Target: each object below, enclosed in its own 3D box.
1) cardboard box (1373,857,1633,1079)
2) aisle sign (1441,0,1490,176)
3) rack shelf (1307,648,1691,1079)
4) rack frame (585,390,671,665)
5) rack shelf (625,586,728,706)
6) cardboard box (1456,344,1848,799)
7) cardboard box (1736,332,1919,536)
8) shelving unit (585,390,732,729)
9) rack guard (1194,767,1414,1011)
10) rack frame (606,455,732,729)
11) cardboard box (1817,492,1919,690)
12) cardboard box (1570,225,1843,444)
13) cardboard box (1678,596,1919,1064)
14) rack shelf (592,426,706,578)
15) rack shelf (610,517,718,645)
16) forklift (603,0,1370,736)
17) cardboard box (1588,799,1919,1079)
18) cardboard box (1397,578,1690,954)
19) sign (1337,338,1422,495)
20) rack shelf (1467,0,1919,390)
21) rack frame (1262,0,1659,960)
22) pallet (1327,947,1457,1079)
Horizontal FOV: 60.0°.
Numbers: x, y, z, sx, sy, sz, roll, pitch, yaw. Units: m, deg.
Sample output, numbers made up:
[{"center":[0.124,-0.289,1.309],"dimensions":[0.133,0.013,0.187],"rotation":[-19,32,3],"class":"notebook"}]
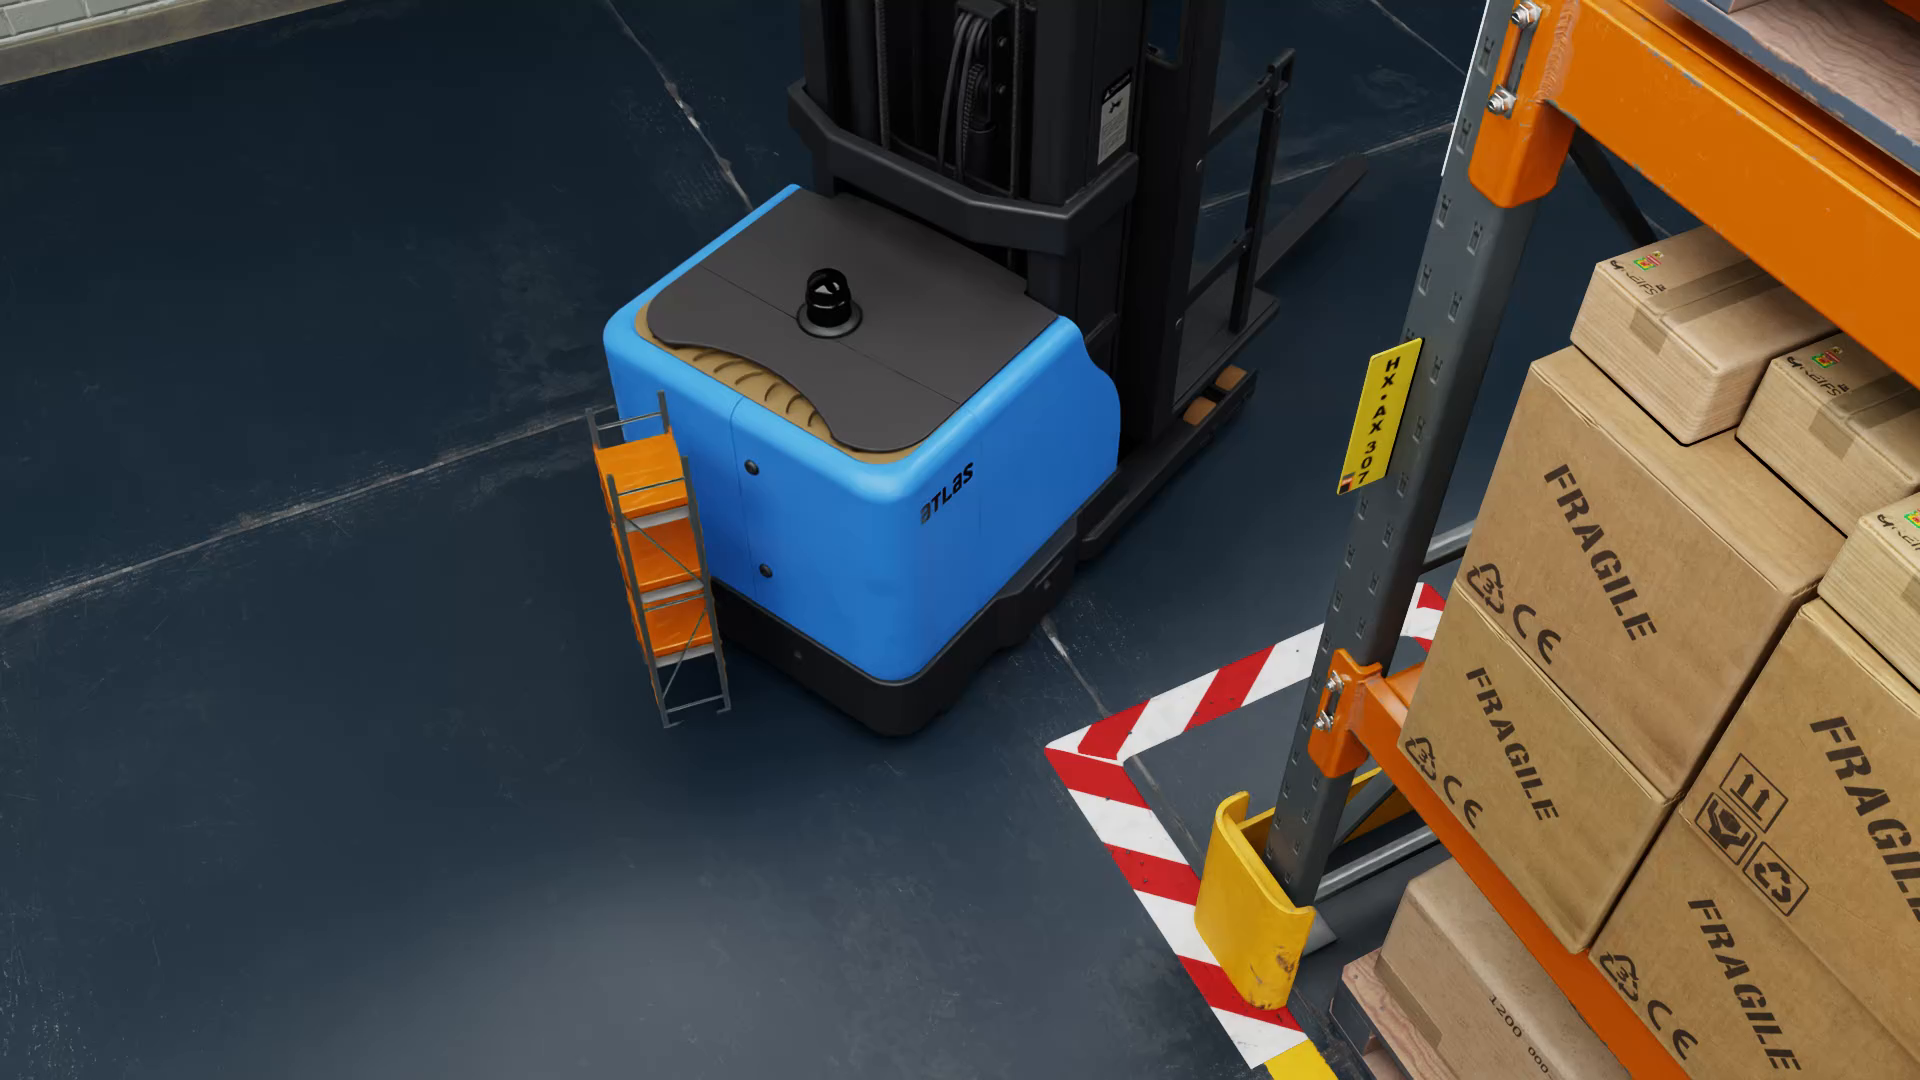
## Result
[{"center":[1.593,1.033,3.777],"dimensions":[0.875,0.438,0.875],"rotation":[-23,53,-19],"class":"cardboard box"},{"center":[0.911,-0.884,2.303],"dimensions":[0.394,0.787,0.004],"rotation":[-21,52,-18],"class":"aisle sign"},{"center":[2.117,1.496,2.427],"dimensions":[1.077,0.370,4.000],"rotation":[-21,52,-18],"class":"rack shelf"},{"center":[-0.840,-0.004,4.556],"dimensions":[0.200,1.050,0.008],"rotation":[-15,51,-13],"class":"rack frame"},{"center":[-0.798,0.273,4.697],"dimensions":[0.215,0.259,0.240],"rotation":[-15,51,-13],"class":"rack shelf"},{"center":[1.168,-0.022,2.546],"dimensions":[0.500,0.500,0.500],"rotation":[-22,52,-18],"class":"cardboard box"},{"center":[1.302,-0.171,2.245],"dimensions":[0.380,0.149,0.250],"rotation":[-20,52,-17],"class":"cardboard box"},{"center":[-0.798,0.082,4.480],"dimensions":[0.215,1.050,0.252],"rotation":[-15,51,-13],"class":"shelving unit"},{"center":[1.191,0.727,4.282],"dimensions":[1.175,0.500,0.348],"rotation":[-21,52,-18],"class":"rack guard"},{"center":[-0.756,0.168,4.405],"dimensions":[0.200,1.050,0.008],"rotation":[-15,51,-13],"class":"rack frame"},{"center":[1.318,0.042,2.059],"dimensions":[0.380,0.149,0.250],"rotation":[-20,52,-16],"class":"cardboard box"},{"center":[1.118,-0.322,2.377],"dimensions":[0.380,0.149,0.250],"rotation":[-20,52,-17],"class":"cardboard box"},{"center":[1.411,0.321,2.246],"dimensions":[0.500,0.500,0.500],"rotation":[-22,53,-18],"class":"cardboard box"},{"center":[-0.798,-0.098,4.275],"dimensions":[0.215,0.259,0.240],"rotation":[-15,51,-13],"class":"rack shelf"},{"center":[-0.798,0.089,4.488],"dimensions":[0.215,0.259,0.240],"rotation":[-15,51,-13],"class":"rack shelf"},{"center":[0.343,-1.479,4.596],"dimensions":[1.130,2.935,3.031],"rotation":[30,55,24],"class":"forklift"},{"center":[1.423,0.637,2.634],"dimensions":[0.500,0.500,0.500],"rotation":[-22,52,-18],"class":"cardboard box"},{"center":[1.166,0.308,2.922],"dimensions":[0.500,0.500,0.500],"rotation":[-22,52,-18],"class":"cardboard box"},{"center":[0.706,-0.203,2.807],"dimensions":[0.100,0.325,0.005],"rotation":[-21,52,-18],"class":"sign"},{"center":[2.117,0.508,1.298],"dimensions":[1.077,0.370,4.000],"rotation":[-21,52,-18],"class":"rack shelf"},{"center":[1.202,-0.080,3.327],"dimensions":[1.000,3.000,0.127],"rotation":[-21,52,-18],"class":"rack frame"},{"center":[1.637,1.347,3.932],"dimensions":[1.003,0.211,1.213],"rotation":[-21,52,-18],"class":"pallet"}]
